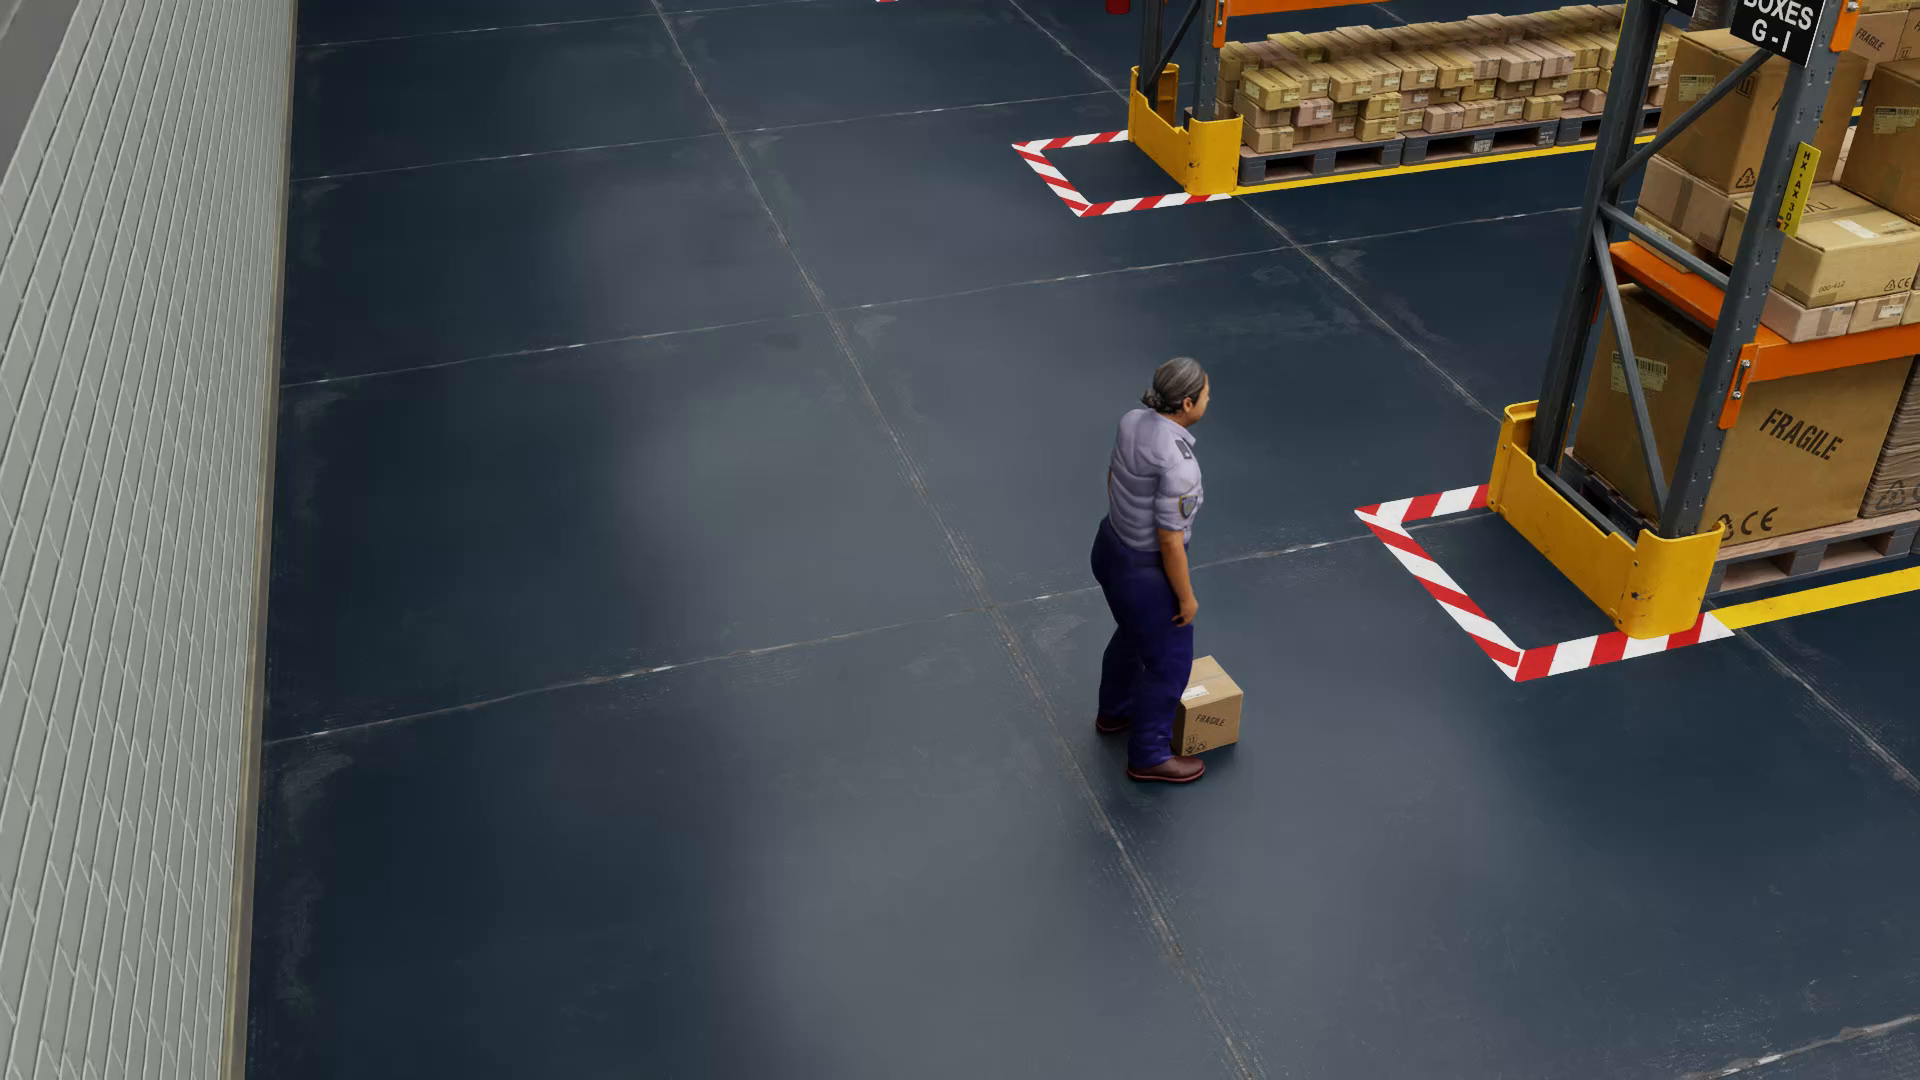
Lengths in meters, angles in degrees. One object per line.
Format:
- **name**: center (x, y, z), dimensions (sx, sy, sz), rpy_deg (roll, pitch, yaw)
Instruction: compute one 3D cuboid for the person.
- **person**: center (0.687, 0.111, 5.998), dimensions (0.367, 1.637, 0.550), rpy_deg (-11, 36, -15)
